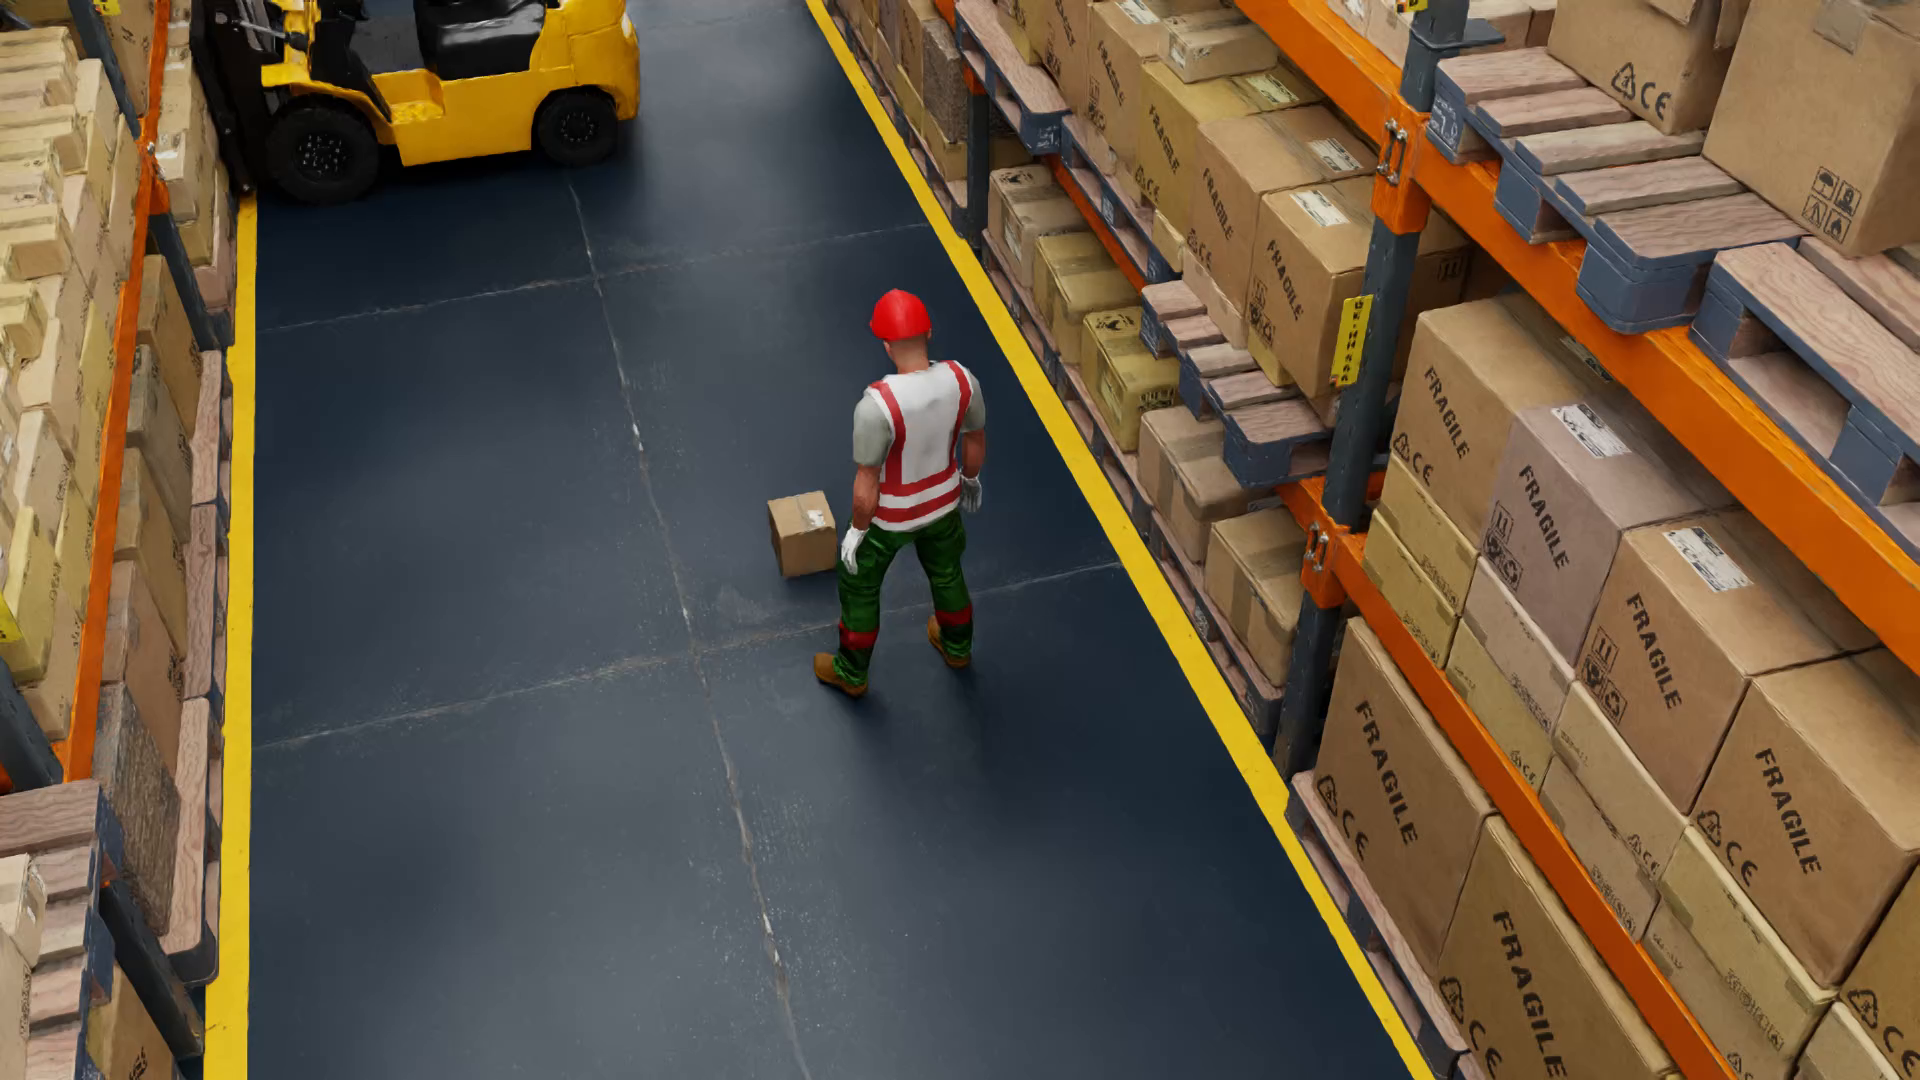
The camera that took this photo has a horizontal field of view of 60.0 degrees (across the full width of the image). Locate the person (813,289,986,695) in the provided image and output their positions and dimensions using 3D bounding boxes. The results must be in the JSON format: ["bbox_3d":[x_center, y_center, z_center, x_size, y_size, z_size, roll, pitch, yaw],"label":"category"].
[{"bbox_3d":[-0.236,-0.156,6.285,0.673,1.780,0.438,-25,47,-25],"label":"person"}]
